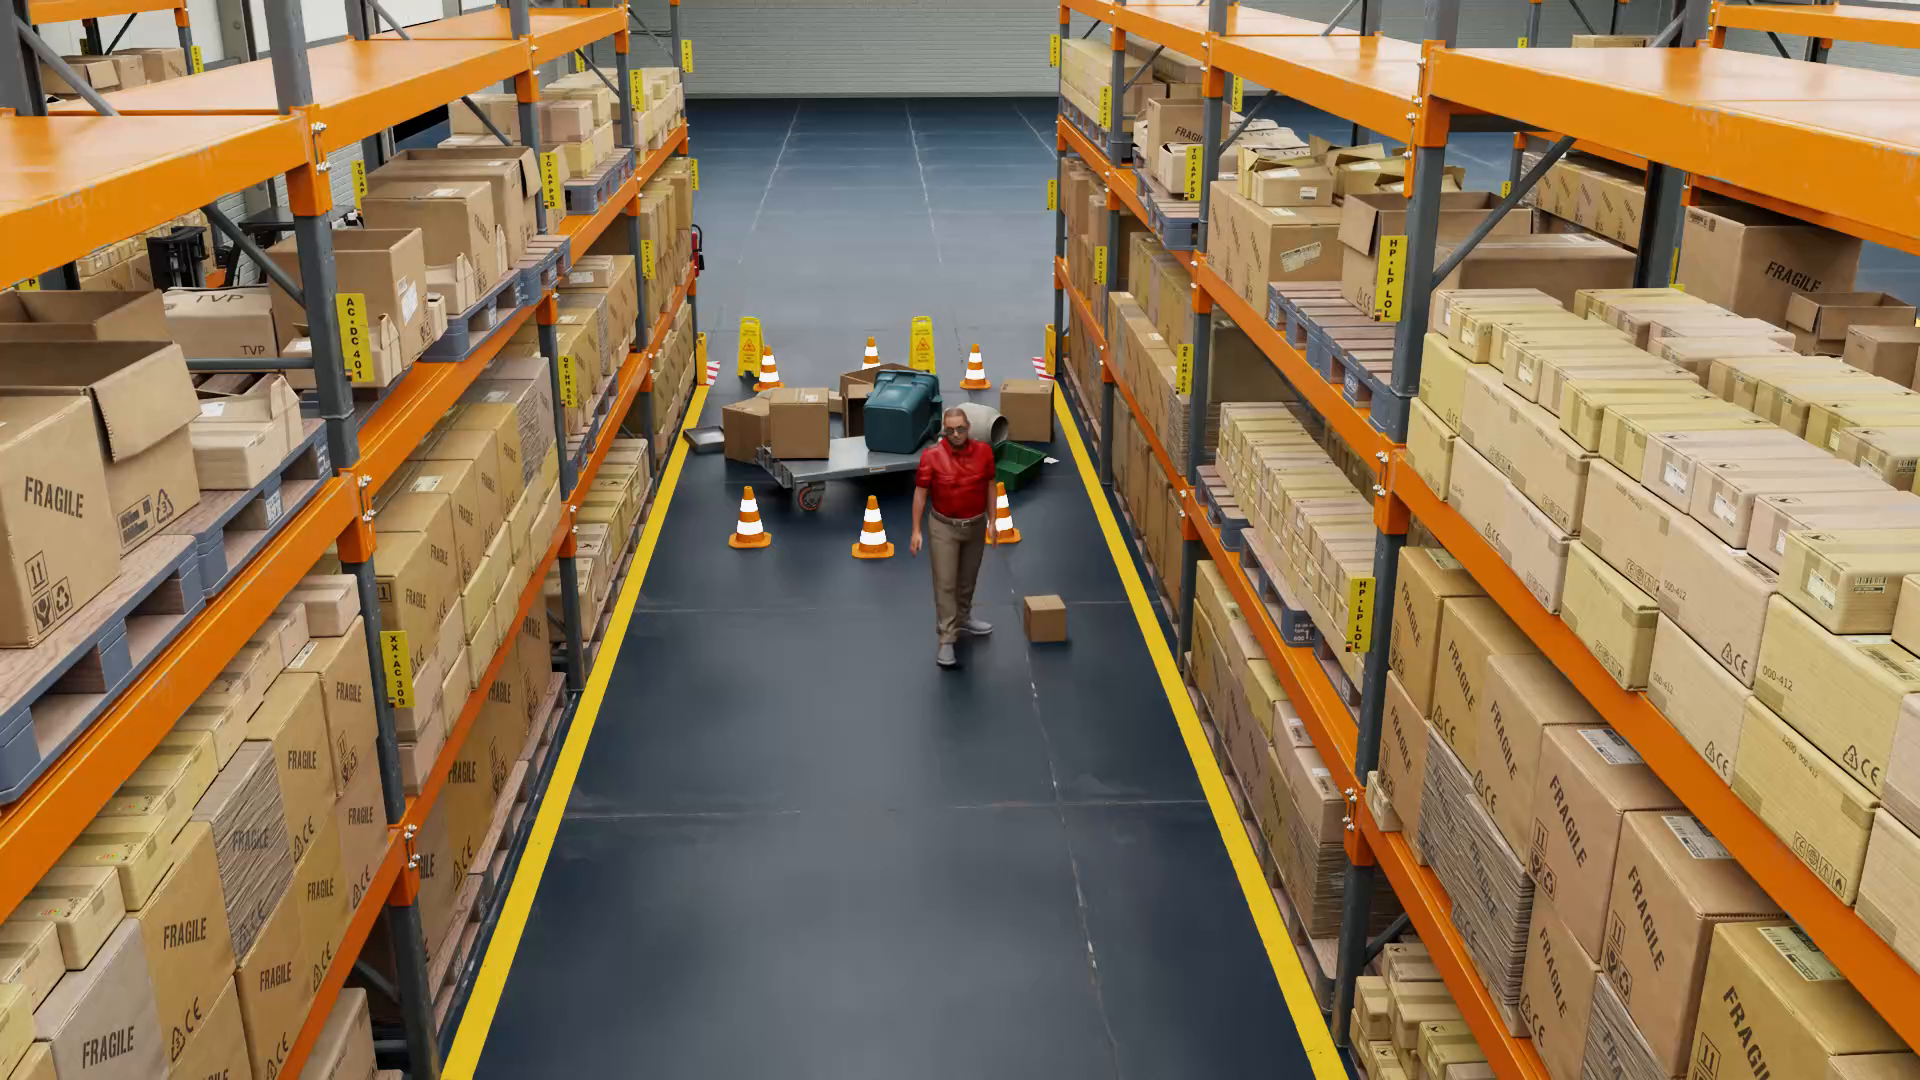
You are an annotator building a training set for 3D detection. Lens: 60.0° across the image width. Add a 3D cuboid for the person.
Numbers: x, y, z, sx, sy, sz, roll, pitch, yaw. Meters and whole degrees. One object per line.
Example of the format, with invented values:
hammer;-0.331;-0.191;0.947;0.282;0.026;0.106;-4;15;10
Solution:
person;-0.016;-0.063;11.249;0.648;1.717;0.643;-9;22;-23
